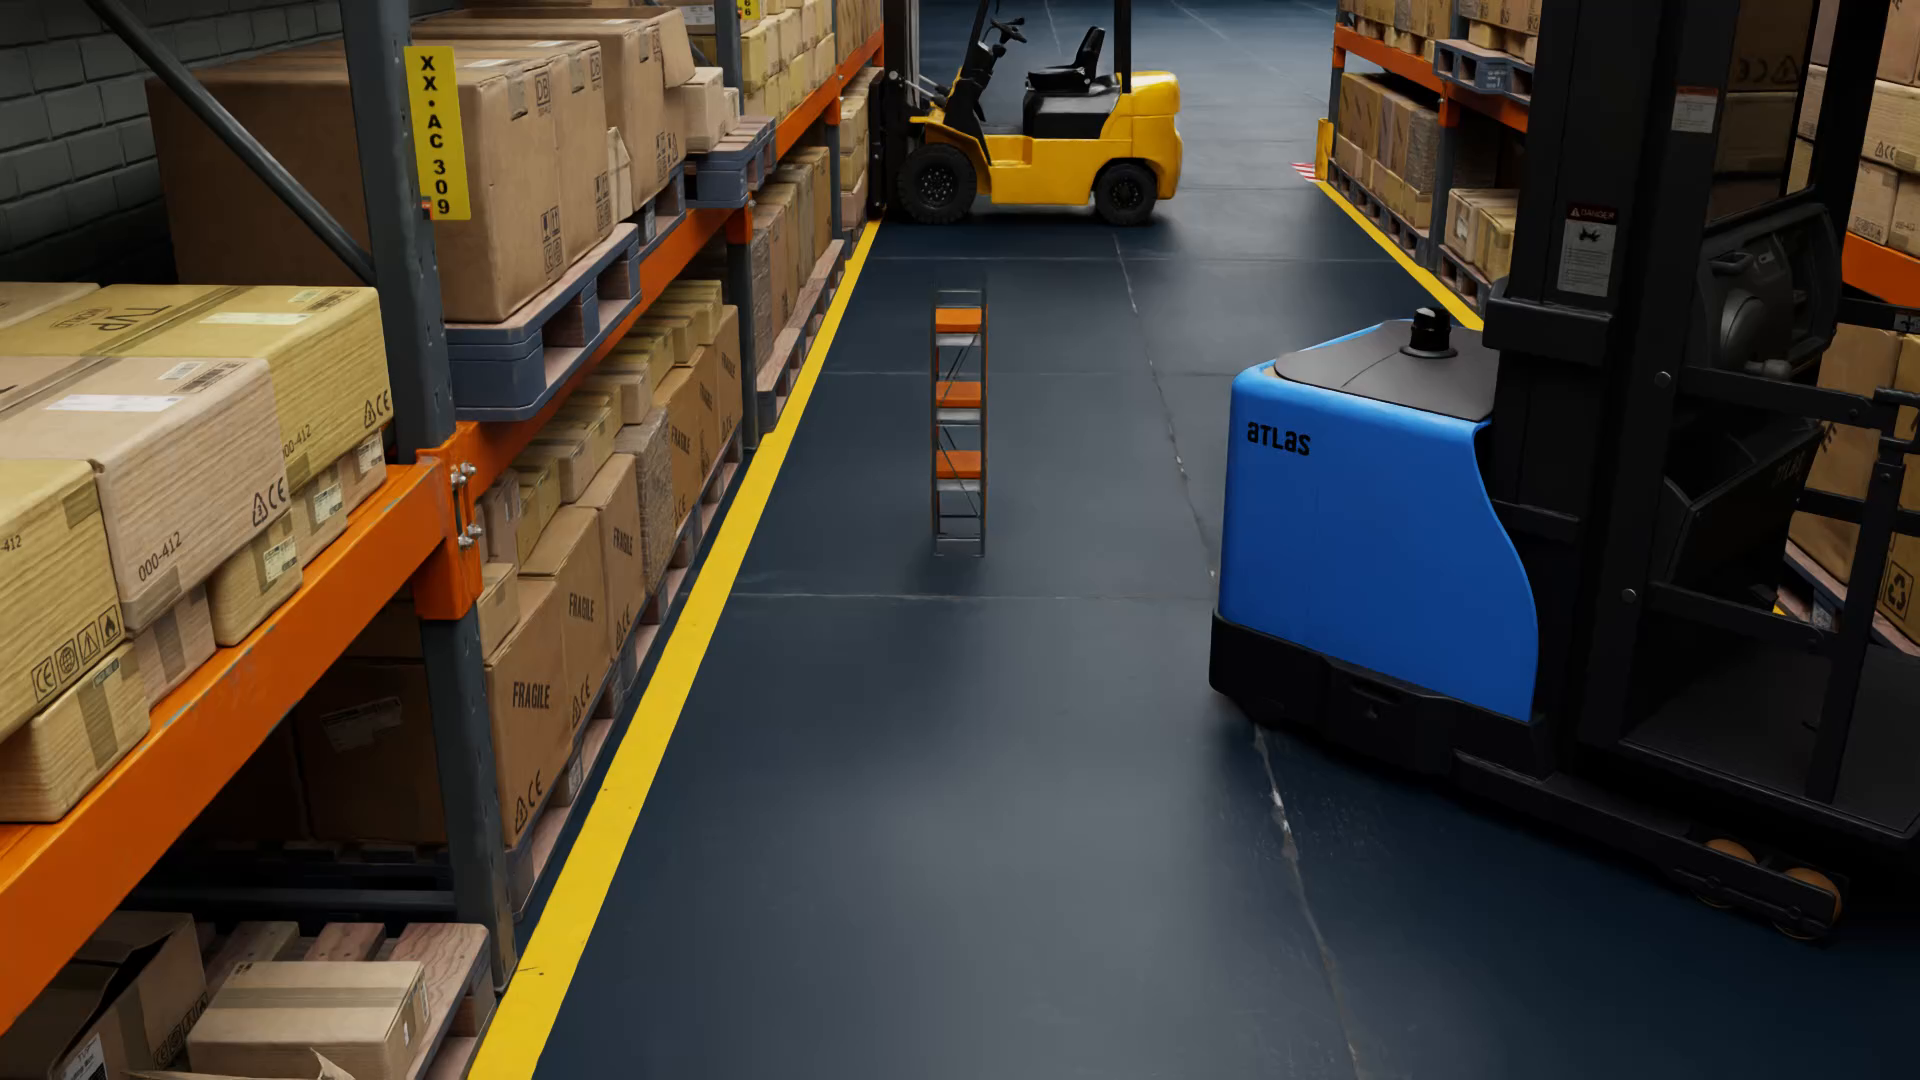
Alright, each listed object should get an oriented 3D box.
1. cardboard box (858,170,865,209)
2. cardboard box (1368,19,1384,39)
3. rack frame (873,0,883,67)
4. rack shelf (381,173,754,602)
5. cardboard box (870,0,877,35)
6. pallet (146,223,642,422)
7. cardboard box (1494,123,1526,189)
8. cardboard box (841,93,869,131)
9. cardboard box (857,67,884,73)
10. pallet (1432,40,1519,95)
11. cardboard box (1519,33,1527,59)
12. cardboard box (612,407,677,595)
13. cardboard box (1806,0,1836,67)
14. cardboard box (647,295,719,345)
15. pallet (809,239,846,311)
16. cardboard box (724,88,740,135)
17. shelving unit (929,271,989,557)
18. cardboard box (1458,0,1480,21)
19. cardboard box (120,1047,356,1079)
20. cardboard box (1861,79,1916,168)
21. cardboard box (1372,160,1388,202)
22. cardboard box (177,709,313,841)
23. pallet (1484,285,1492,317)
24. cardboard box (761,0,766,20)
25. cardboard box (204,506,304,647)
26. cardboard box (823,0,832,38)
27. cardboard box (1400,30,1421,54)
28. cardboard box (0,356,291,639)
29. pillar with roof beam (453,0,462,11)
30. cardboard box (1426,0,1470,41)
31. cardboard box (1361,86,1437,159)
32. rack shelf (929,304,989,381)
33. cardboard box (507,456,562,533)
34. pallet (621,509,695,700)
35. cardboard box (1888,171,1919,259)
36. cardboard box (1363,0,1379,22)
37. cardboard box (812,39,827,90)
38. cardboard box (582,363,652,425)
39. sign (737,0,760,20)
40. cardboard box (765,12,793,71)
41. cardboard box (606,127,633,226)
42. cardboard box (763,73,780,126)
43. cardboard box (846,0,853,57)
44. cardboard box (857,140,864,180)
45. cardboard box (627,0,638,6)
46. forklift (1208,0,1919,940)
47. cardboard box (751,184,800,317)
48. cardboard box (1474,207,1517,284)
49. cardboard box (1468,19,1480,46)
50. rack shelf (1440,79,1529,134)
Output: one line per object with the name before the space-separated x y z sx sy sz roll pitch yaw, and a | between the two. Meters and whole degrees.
cardboard box | -0.958 -2.538 12.145 0.500 0.250 0.500 0 21 0
cardboard box | 3.451 -4.053 13.176 0.380 0.149 0.250 1 21 3
rack frame | -1.182 -4.716 14.536 1.000 3.000 0.127 1 21 2
rack shelf | -1.487 -0.765 5.348 1.077 0.370 4.000 1 21 2
cardboard box | -0.960 -4.394 13.569 0.500 0.500 0.500 1 21 3
pallet | -1.414 -0.575 4.130 1.003 0.211 1.213 1 21 2
cardboard box | 3.945 -2.690 11.499 0.500 0.500 0.500 2 21 4
cardboard box | -0.946 -3.186 12.431 0.500 0.250 0.500 1 21 3
cardboard box | -0.885 -3.926 14.339 0.500 0.250 0.500 1 21 3
pallet | 3.489 -2.852 9.998 1.003 0.211 1.213 1 21 2
cardboard box | 3.317 -2.723 9.167 0.380 0.149 0.250 1 21 2
cardboard box | -1.260 -0.140 5.619 0.500 0.500 0.500 0 21 0
cardboard box | 3.271 -1.928 5.830 0.500 0.500 0.500 1 21 2
cardboard box | -1.165 -0.876 6.617 0.380 0.149 0.250 0 21 -1
pallet | -1.287 -1.703 10.625 1.003 0.211 1.213 1 21 2
cardboard box | -1.062 -1.660 6.428 0.380 0.149 0.250 1 21 3
shelving unit | -0.002 -0.470 6.289 0.215 1.050 0.252 1 21 2
cardboard box | 3.357 -3.431 10.095 0.500 0.500 0.500 1 21 3
cardboard box | -1.282 1.036 2.912 0.396 0.266 0.258 1 21 4
cardboard box | 3.229 -1.386 5.470 0.500 0.250 0.500 1 21 1
cardboard box | 3.433 -2.723 12.621 0.500 0.250 0.500 1 21 2
cardboard box | -1.828 0.412 4.196 0.500 0.500 0.500 1 21 1
pallet | 3.601 -1.192 9.310 1.003 0.211 1.213 1 21 2
cardboard box | -1.137 -2.569 7.967 0.380 0.149 0.250 1 21 2
cardboard box | -1.275 0.047 2.609 0.380 0.149 0.250 1 21 3
cardboard box | -1.063 -3.252 10.280 0.500 0.250 0.500 0 21 0
cardboard box | 3.390 -3.586 11.972 0.380 0.149 0.250 0 21 1
cardboard box | -1.319 -0.078 2.378 0.500 0.250 0.500 1 21 2
pillar with roof beam | 2.016 -5.054 7.114 9.100 9.000 0.400 1 21 2
cardboard box | 3.422 -3.565 11.021 0.500 0.500 0.500 0 21 0
cardboard box | 3.443 -3.258 12.964 0.500 0.500 0.500 1 21 3
rack shelf | -0.002 -0.725 6.190 0.215 0.259 0.240 1 21 2
cardboard box | -1.348 -0.130 4.695 0.380 0.149 0.250 0 21 1
pallet | -1.526 0.186 5.757 1.003 0.211 1.213 1 21 2
cardboard box | 3.238 -0.972 5.094 0.500 0.250 0.500 1 21 2
cardboard box | 3.461 -4.308 12.936 0.500 0.500 0.500 0 21 1
cardboard box | -1.068 -2.833 9.890 0.500 0.250 0.500 1 21 1
cardboard box | -1.256 -0.496 5.638 0.380 0.149 0.250 0 21 -1
sign | -0.883 -2.324 6.879 0.100 0.325 0.005 1 21 2
cardboard box | -1.118 -2.514 8.378 0.500 0.250 0.500 0 21 0
cardboard box | -1.122 -1.008 4.586 0.396 0.266 0.258 2 21 4
cardboard box | -1.148 -2.093 7.983 0.500 0.250 0.500 0 21 0
cardboard box | -1.030 -3.662 11.682 0.500 0.500 0.500 1 21 3
cardboard box | -0.967 -2.770 12.051 0.500 0.250 0.500 1 21 1
cardboard box | -1.618 -2.292 7.255 0.380 0.149 0.250 1 21 3
forklift | 2.189 -0.611 4.053 3.031 2.935 1.130 19 28 40
cardboard box | -1.361 -1.617 9.252 0.875 0.625 0.625 0 21 -1
cardboard box | 3.626 -1.737 9.912 0.950 0.372 0.625 2 21 5
cardboard box | 3.325 -3.099 10.135 0.380 0.149 0.250 1 21 2
rack shelf | 3.597 -2.158 8.938 1.077 0.370 4.000 1 21 2
